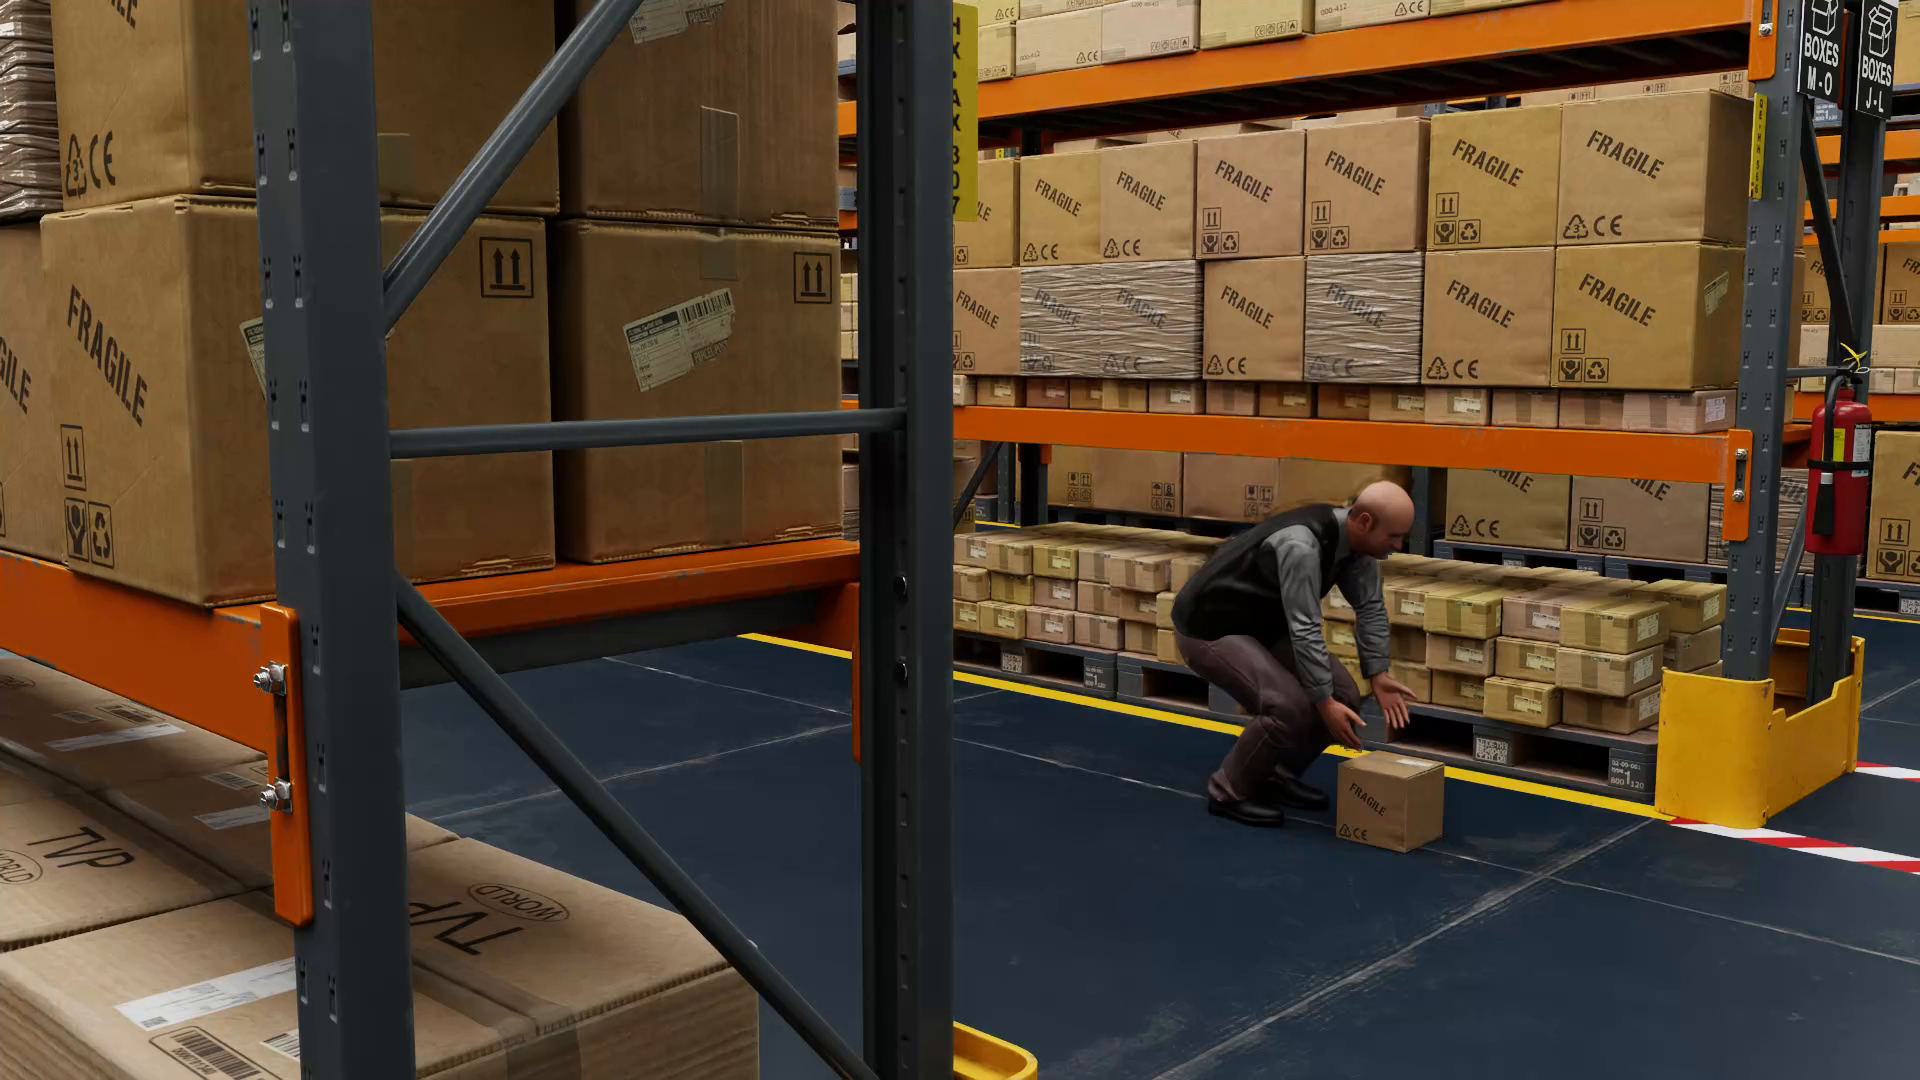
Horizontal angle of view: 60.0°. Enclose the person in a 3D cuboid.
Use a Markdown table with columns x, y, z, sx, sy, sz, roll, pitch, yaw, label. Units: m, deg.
| x | y | z | sx | sy | sz | roll | pitch | yaw | label |
| --- | --- | --- | --- | --- | --- | --- | --- | --- | --- |
| 1.157 | 0.412 | 5.678 | 0.838 | 1.073 | 0.558 | 6 | 9 | 42 | person |
